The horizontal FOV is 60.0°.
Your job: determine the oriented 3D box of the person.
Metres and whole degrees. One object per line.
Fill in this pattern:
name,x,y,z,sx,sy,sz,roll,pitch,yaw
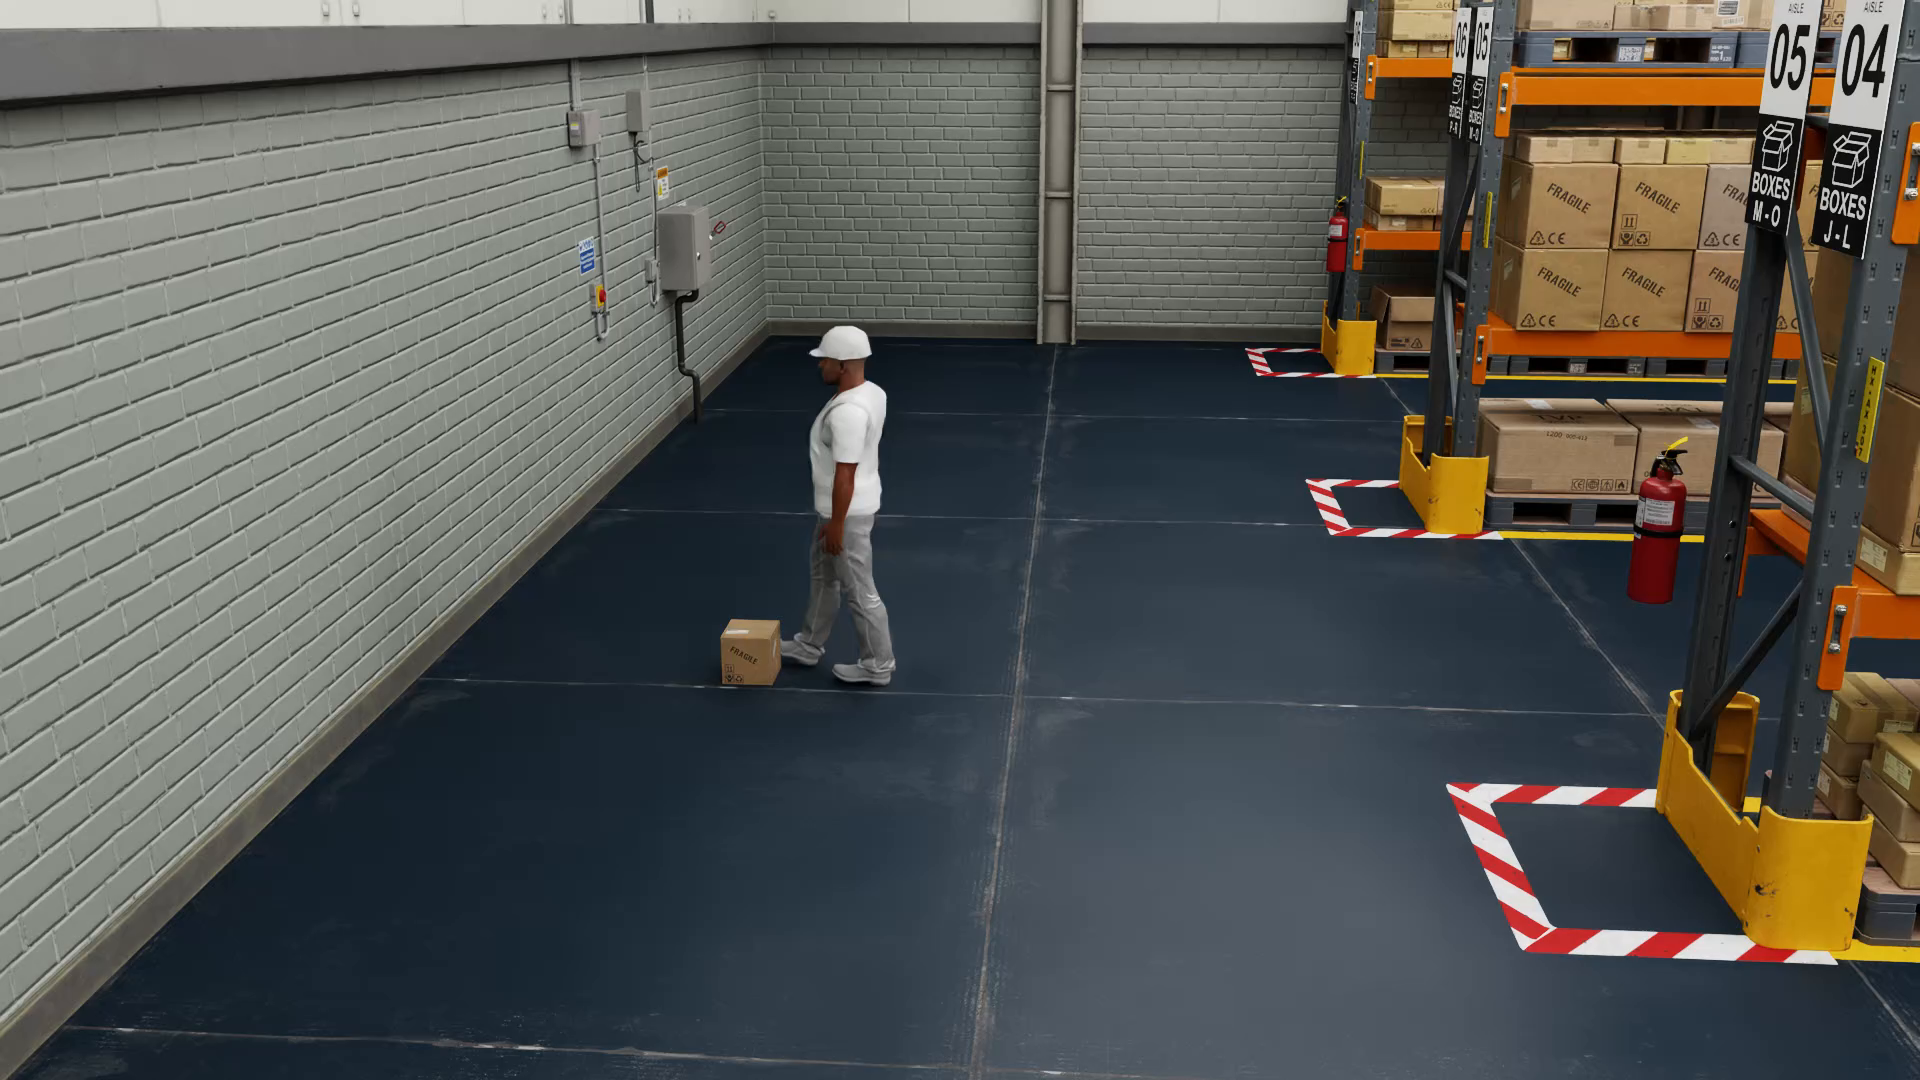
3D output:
person,-0.669,-0.164,8.017,0.709,1.755,0.577,1,17,3
